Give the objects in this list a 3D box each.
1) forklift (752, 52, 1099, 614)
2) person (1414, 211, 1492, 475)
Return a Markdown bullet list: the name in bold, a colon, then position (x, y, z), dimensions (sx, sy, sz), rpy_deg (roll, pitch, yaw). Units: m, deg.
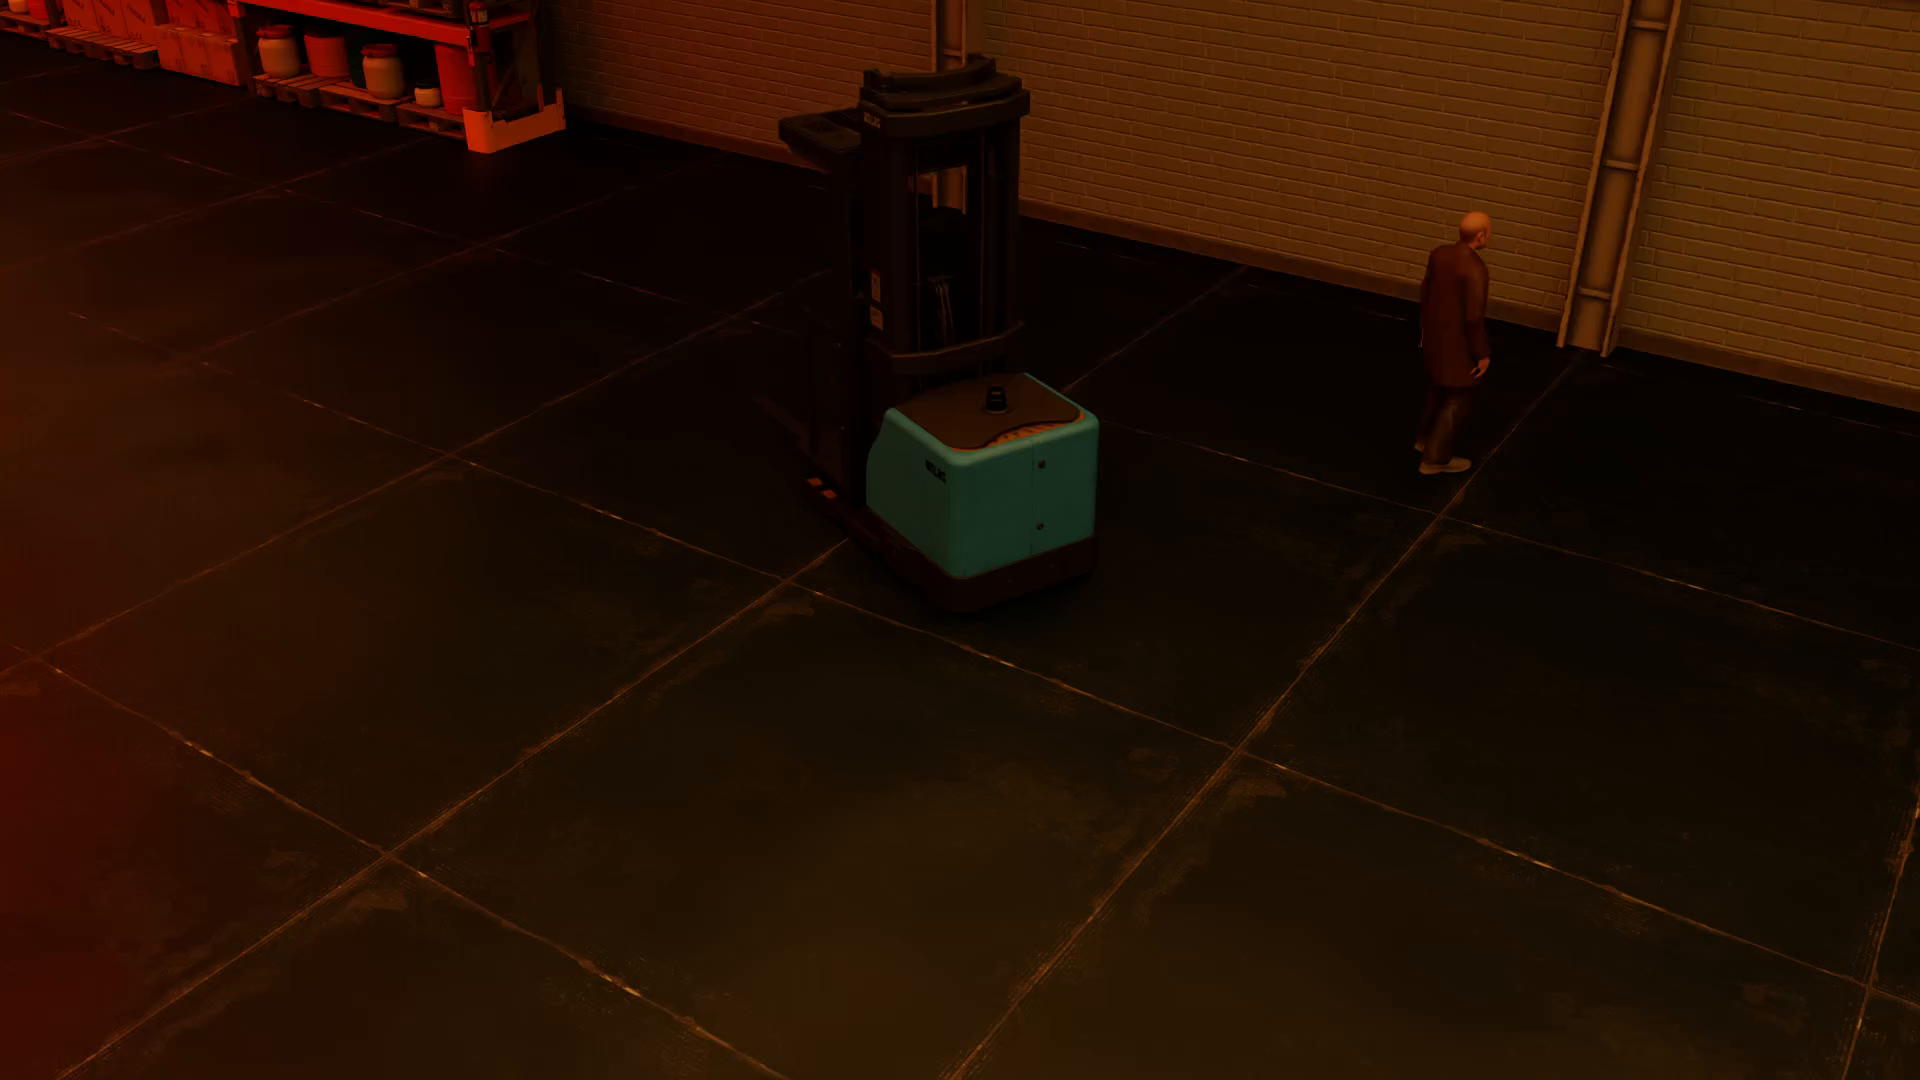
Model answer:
- **forklift**: position (-0.388, -1.541, 10.235), dimensions (1.130, 2.935, 3.031), rpy_deg (-18, 34, -27)
- **person**: position (3.310, -1.303, 11.006), dimensions (0.492, 1.791, 0.660), rpy_deg (-9, 31, -14)
